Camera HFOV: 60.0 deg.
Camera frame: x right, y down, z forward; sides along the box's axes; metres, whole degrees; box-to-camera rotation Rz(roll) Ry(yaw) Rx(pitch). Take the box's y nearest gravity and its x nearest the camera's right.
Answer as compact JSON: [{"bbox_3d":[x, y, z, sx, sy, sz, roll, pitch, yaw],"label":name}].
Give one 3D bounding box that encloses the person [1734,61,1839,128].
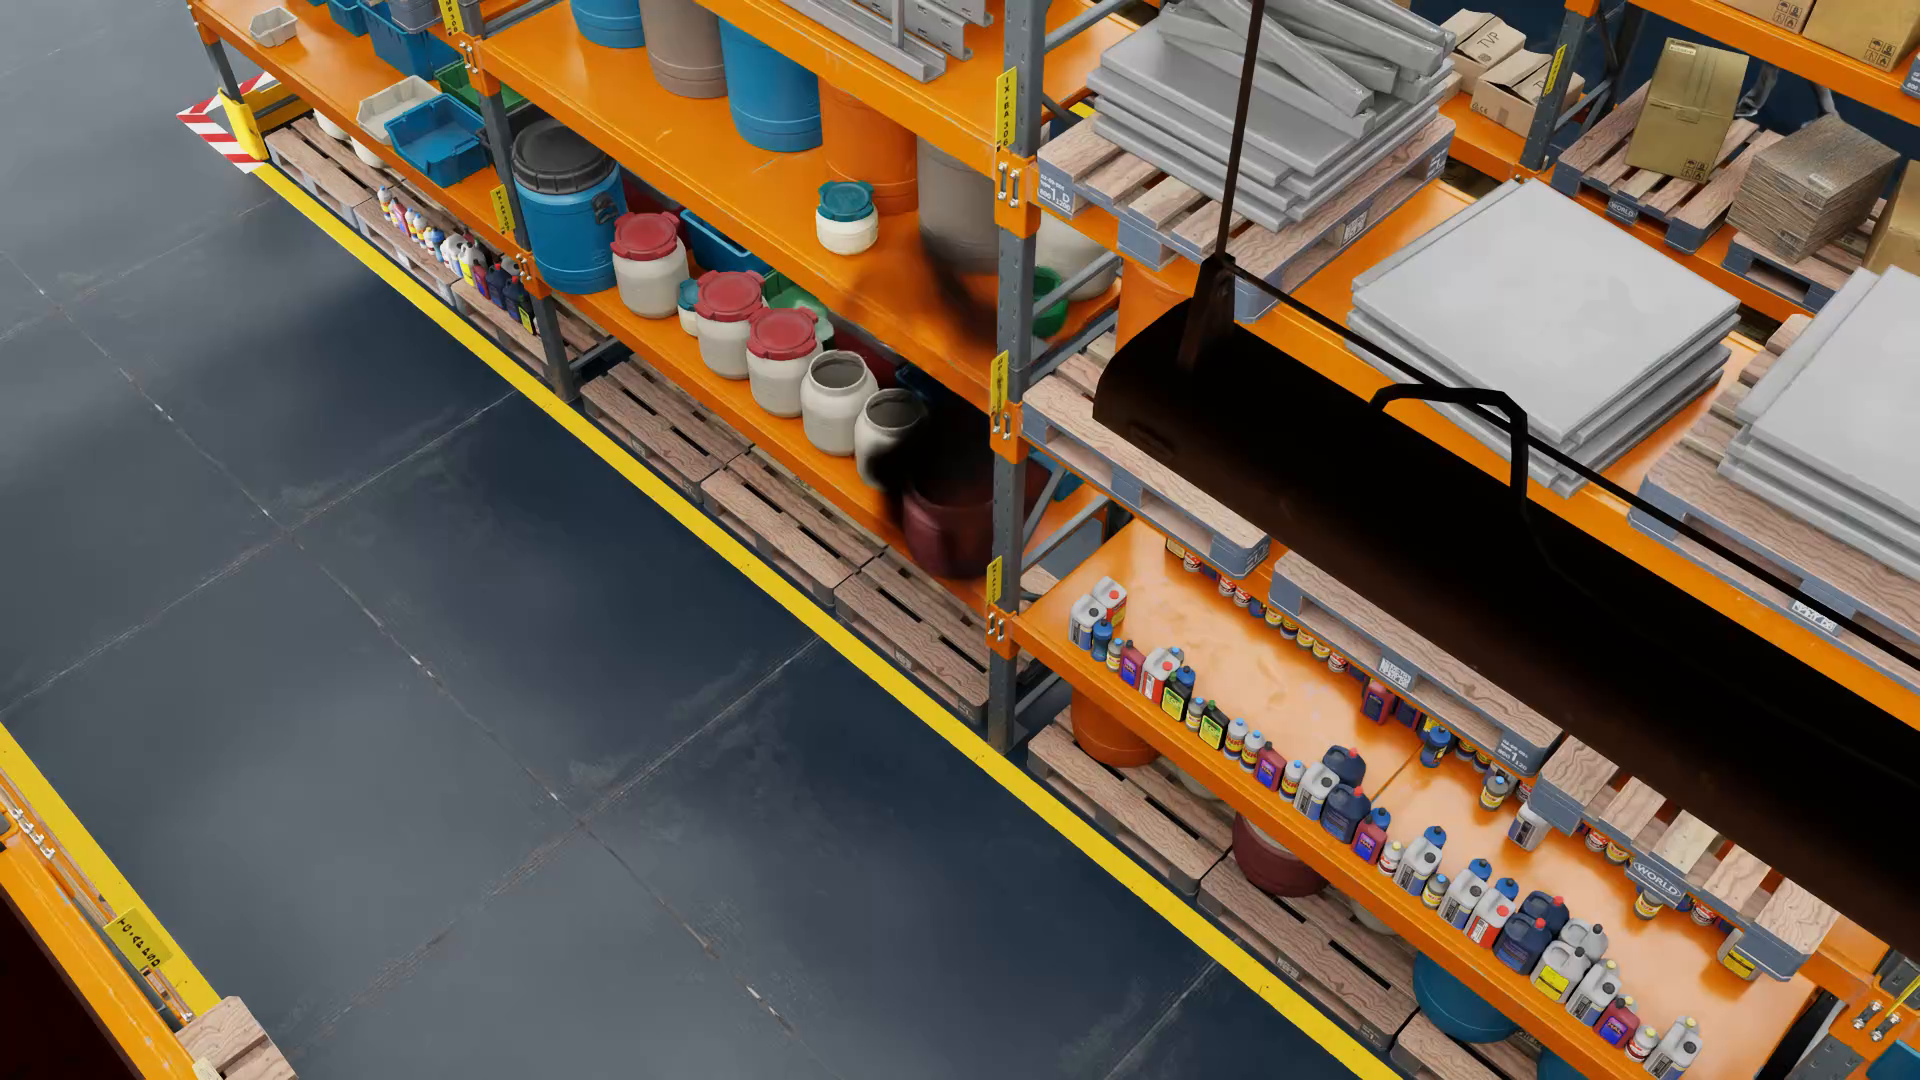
[{"bbox_3d":[6.410,-3.765,12.479,0.825,1.626,0.498,31,57,23],"label":"person"}]
